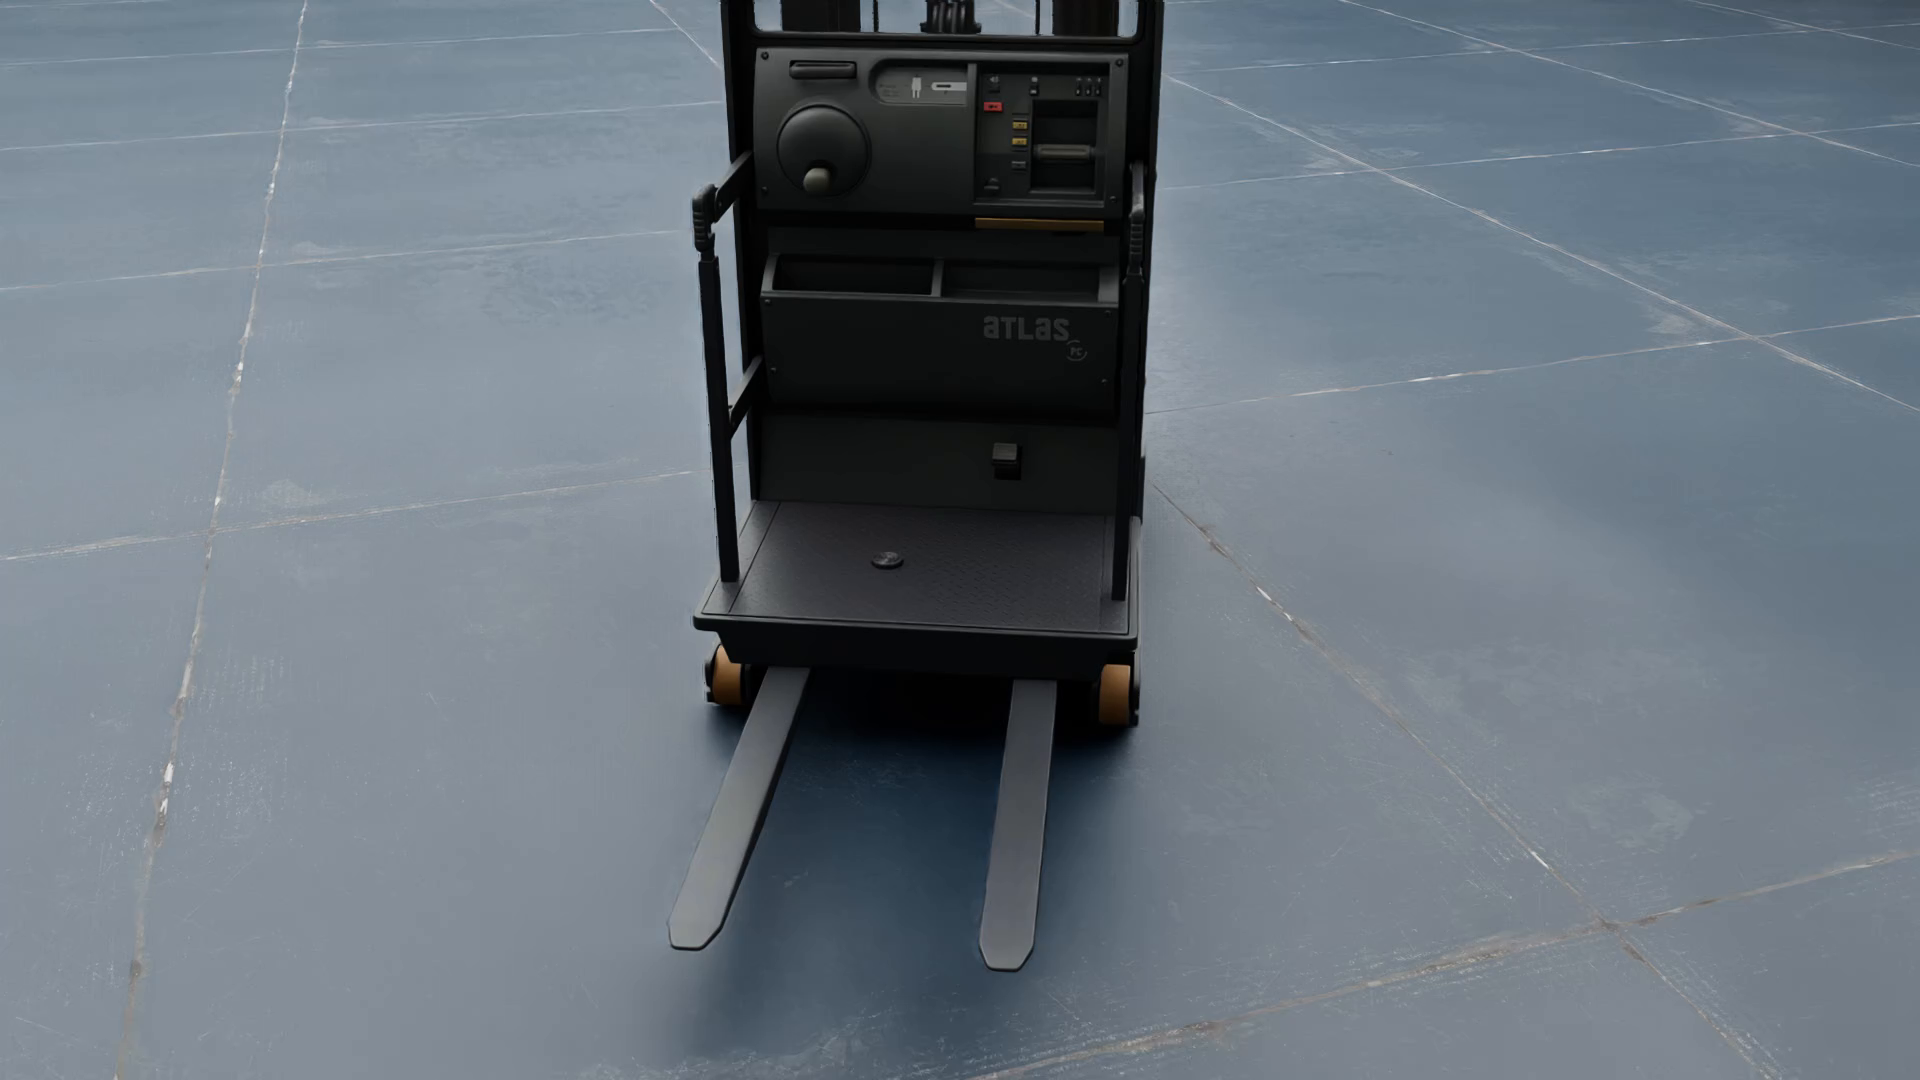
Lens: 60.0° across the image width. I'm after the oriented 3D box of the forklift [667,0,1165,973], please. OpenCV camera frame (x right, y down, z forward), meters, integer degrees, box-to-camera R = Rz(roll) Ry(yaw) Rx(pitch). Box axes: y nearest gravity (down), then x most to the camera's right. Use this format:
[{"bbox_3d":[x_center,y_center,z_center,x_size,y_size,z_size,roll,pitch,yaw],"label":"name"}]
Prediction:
[{"bbox_3d":[-0.070,-0.990,3.947,1.130,2.935,3.031,3,27,5],"label":"forklift"}]
